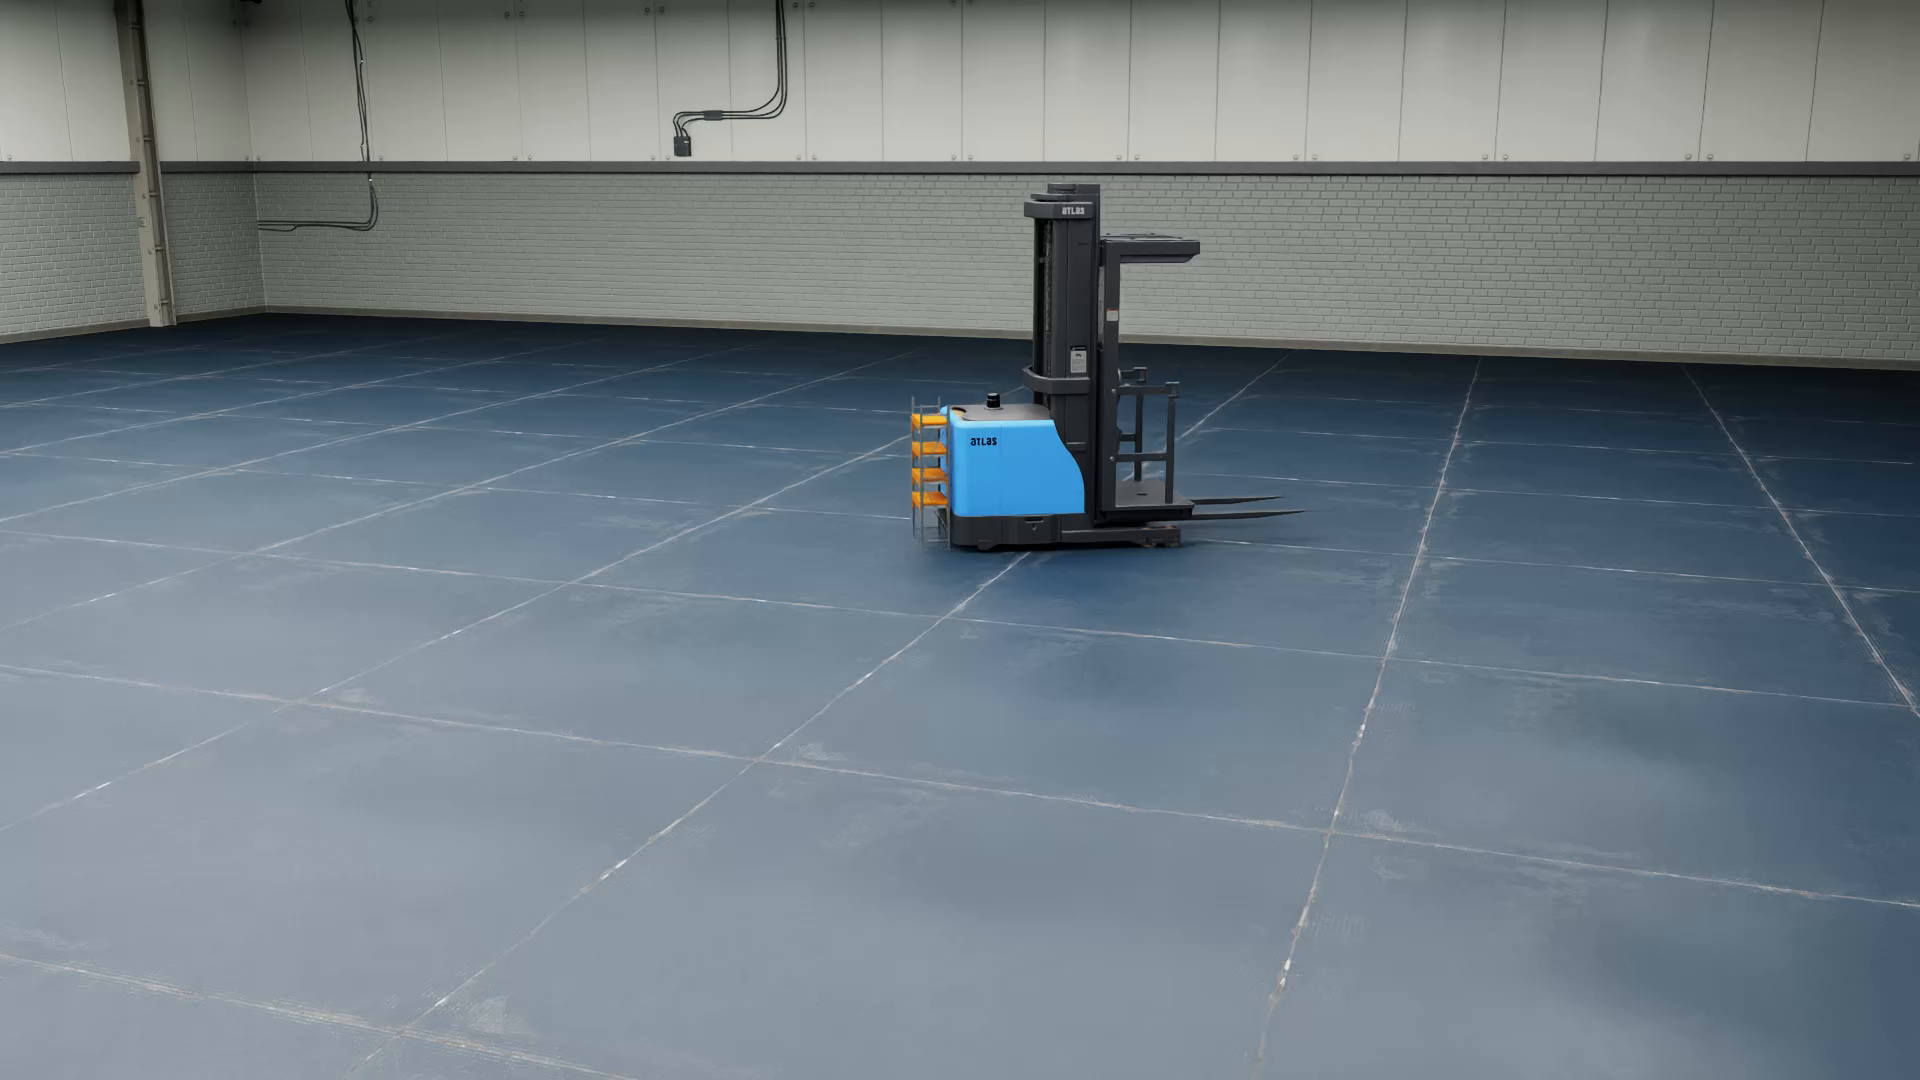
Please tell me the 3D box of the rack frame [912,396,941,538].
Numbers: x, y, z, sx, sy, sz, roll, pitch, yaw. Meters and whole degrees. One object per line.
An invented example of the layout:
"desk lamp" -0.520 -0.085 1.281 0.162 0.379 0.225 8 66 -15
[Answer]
"rack frame" -0.283 -0.607 13.951 0.240 1.200 0.015 -2 13 -9

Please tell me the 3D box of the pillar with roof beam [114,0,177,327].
"pillar with roof beam" -11.351 -8.229 29.817 9.100 9.000 0.548 4 14 18

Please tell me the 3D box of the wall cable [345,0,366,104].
"wall cable" -10.660 -9.817 32.406 3.097 2.526 0.112 4 14 18

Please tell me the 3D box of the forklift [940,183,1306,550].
"forklift" 1.380 -1.478 13.876 3.031 2.935 1.130 -2 13 -9

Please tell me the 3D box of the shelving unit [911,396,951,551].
"shelving unit" -0.242 -0.553 13.716 0.258 1.200 0.503 -2 13 -9

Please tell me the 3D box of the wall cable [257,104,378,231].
"wall cable" -13.220 -7.550 33.821 3.097 2.526 0.112 4 14 18

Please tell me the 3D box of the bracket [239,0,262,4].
"bracket" -14.187 -10.854 33.232 0.235 0.232 0.430 4 14 18

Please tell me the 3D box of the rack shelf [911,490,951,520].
"rack shelf" -0.242 -0.294 13.775 0.258 0.148 0.480 -2 13 -9

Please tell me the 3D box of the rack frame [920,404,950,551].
"rack frame" -0.202 -0.500 13.482 0.240 1.200 0.015 -2 13 -9

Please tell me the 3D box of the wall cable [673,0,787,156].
"wall cable" -4.242 -10.035 30.088 2.305 6.003 0.169 4 14 18

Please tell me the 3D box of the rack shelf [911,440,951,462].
"rack shelf" -0.242 -0.706 13.681 0.258 0.148 0.480 -2 13 -9

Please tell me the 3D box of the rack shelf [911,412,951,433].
"rack shelf" -0.242 -0.937 13.629 0.258 0.148 0.480 -2 13 -9

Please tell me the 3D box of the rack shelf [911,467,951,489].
"rack shelf" -0.242 -0.488 13.731 0.258 0.148 0.480 -2 13 -9
